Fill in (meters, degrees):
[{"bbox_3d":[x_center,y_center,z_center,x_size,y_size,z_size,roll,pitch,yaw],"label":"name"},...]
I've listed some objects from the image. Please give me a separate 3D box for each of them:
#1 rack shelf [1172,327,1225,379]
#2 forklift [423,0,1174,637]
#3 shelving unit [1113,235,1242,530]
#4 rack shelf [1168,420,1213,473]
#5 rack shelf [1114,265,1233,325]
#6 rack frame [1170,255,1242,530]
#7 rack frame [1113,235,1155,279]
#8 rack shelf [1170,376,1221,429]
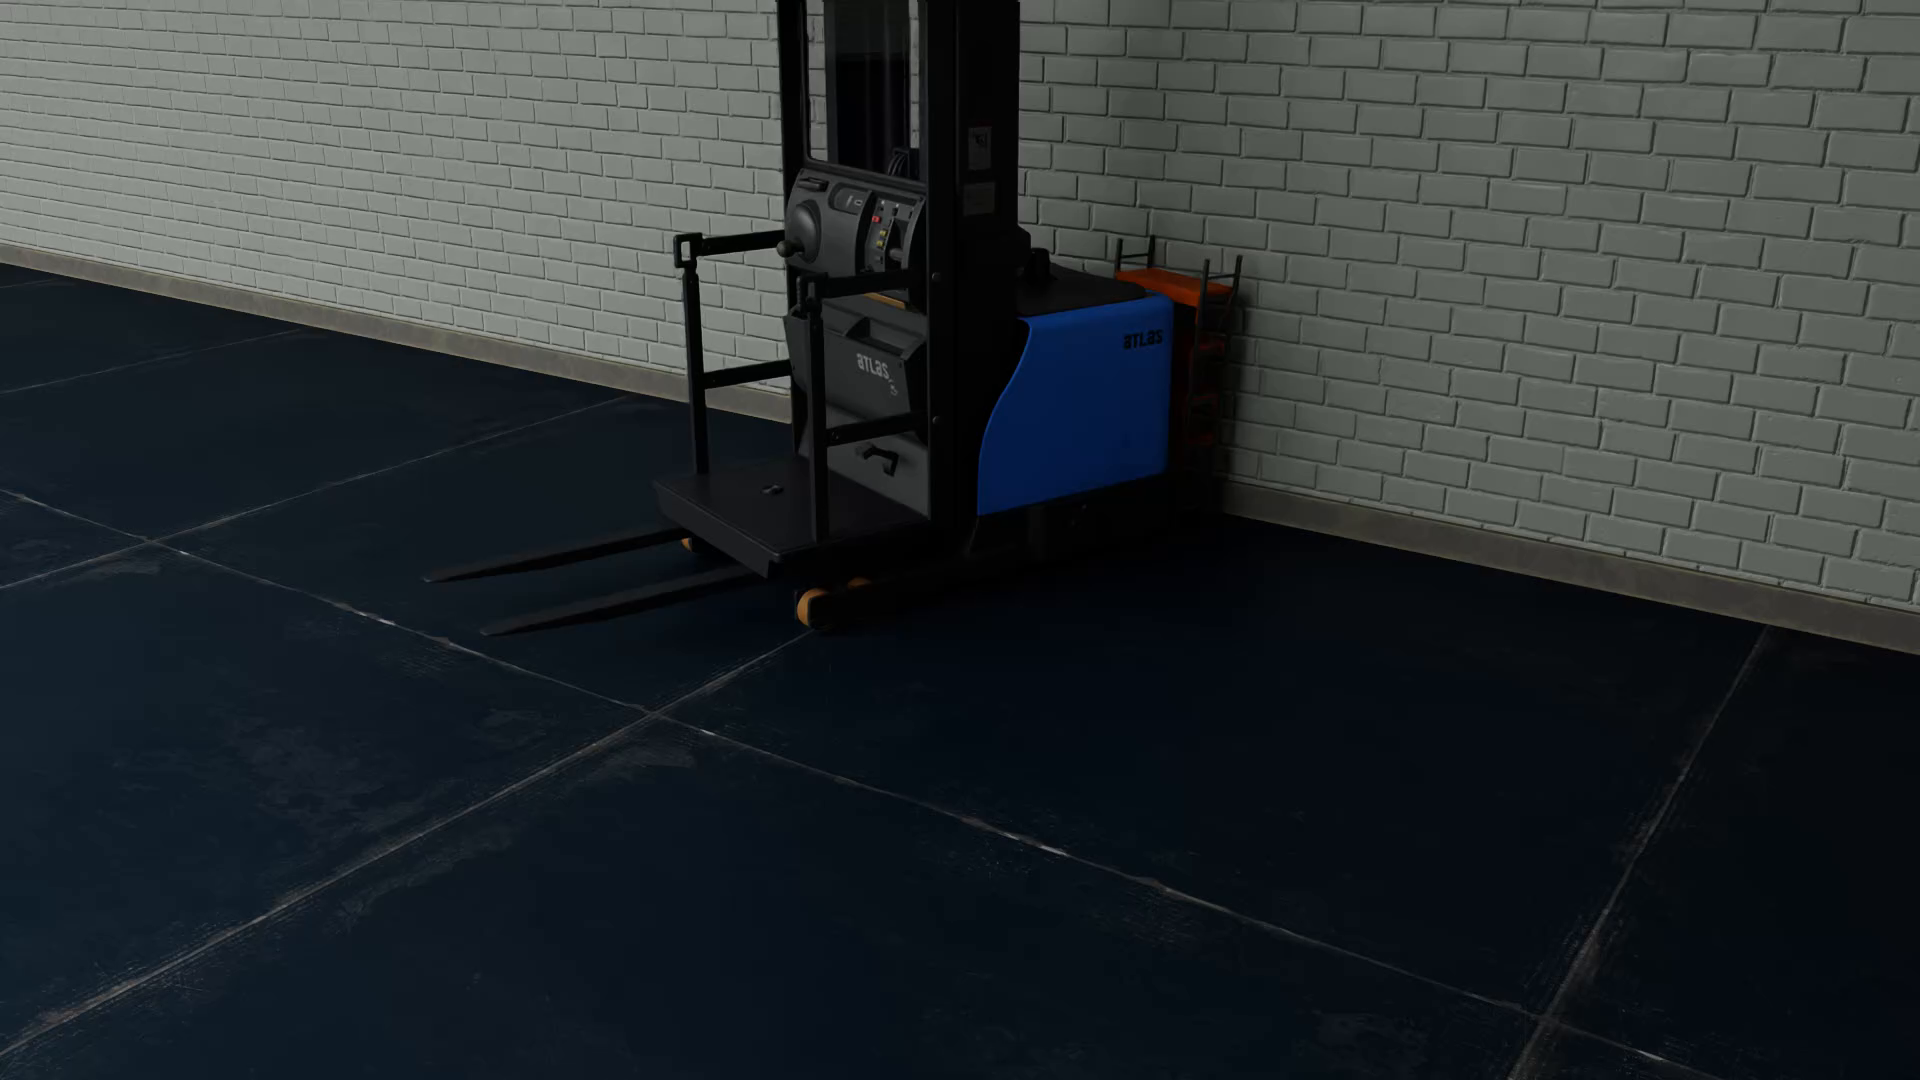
[{"bbox_3d":[0.915,-0.851,7.337,0.258,0.148,0.480,-14,27,-41],"label":"rack shelf"},{"bbox_3d":[-0.588,-1.232,6.372,3.031,2.935,1.130,-14,24,-32],"label":"forklift"},{"bbox_3d":[0.903,-0.705,7.391,0.258,1.200,0.503,-14,27,-41],"label":"shelving unit"},{"bbox_3d":[0.883,-0.456,7.481,0.258,0.148,0.480,-14,27,-41],"label":"rack shelf"},{"bbox_3d":[0.932,-1.073,7.256,0.258,0.148,0.480,-14,27,-41],"label":"rack shelf"},{"bbox_3d":[1.069,-0.632,7.227,0.240,1.200,0.015,-14,27,-41],"label":"rack frame"},{"bbox_3d":[0.737,-0.778,7.554,0.240,1.200,0.015,-14,27,-41],"label":"rack frame"},{"bbox_3d":[0.898,-0.642,7.414,0.258,0.148,0.480,-14,27,-41],"label":"rack shelf"}]
